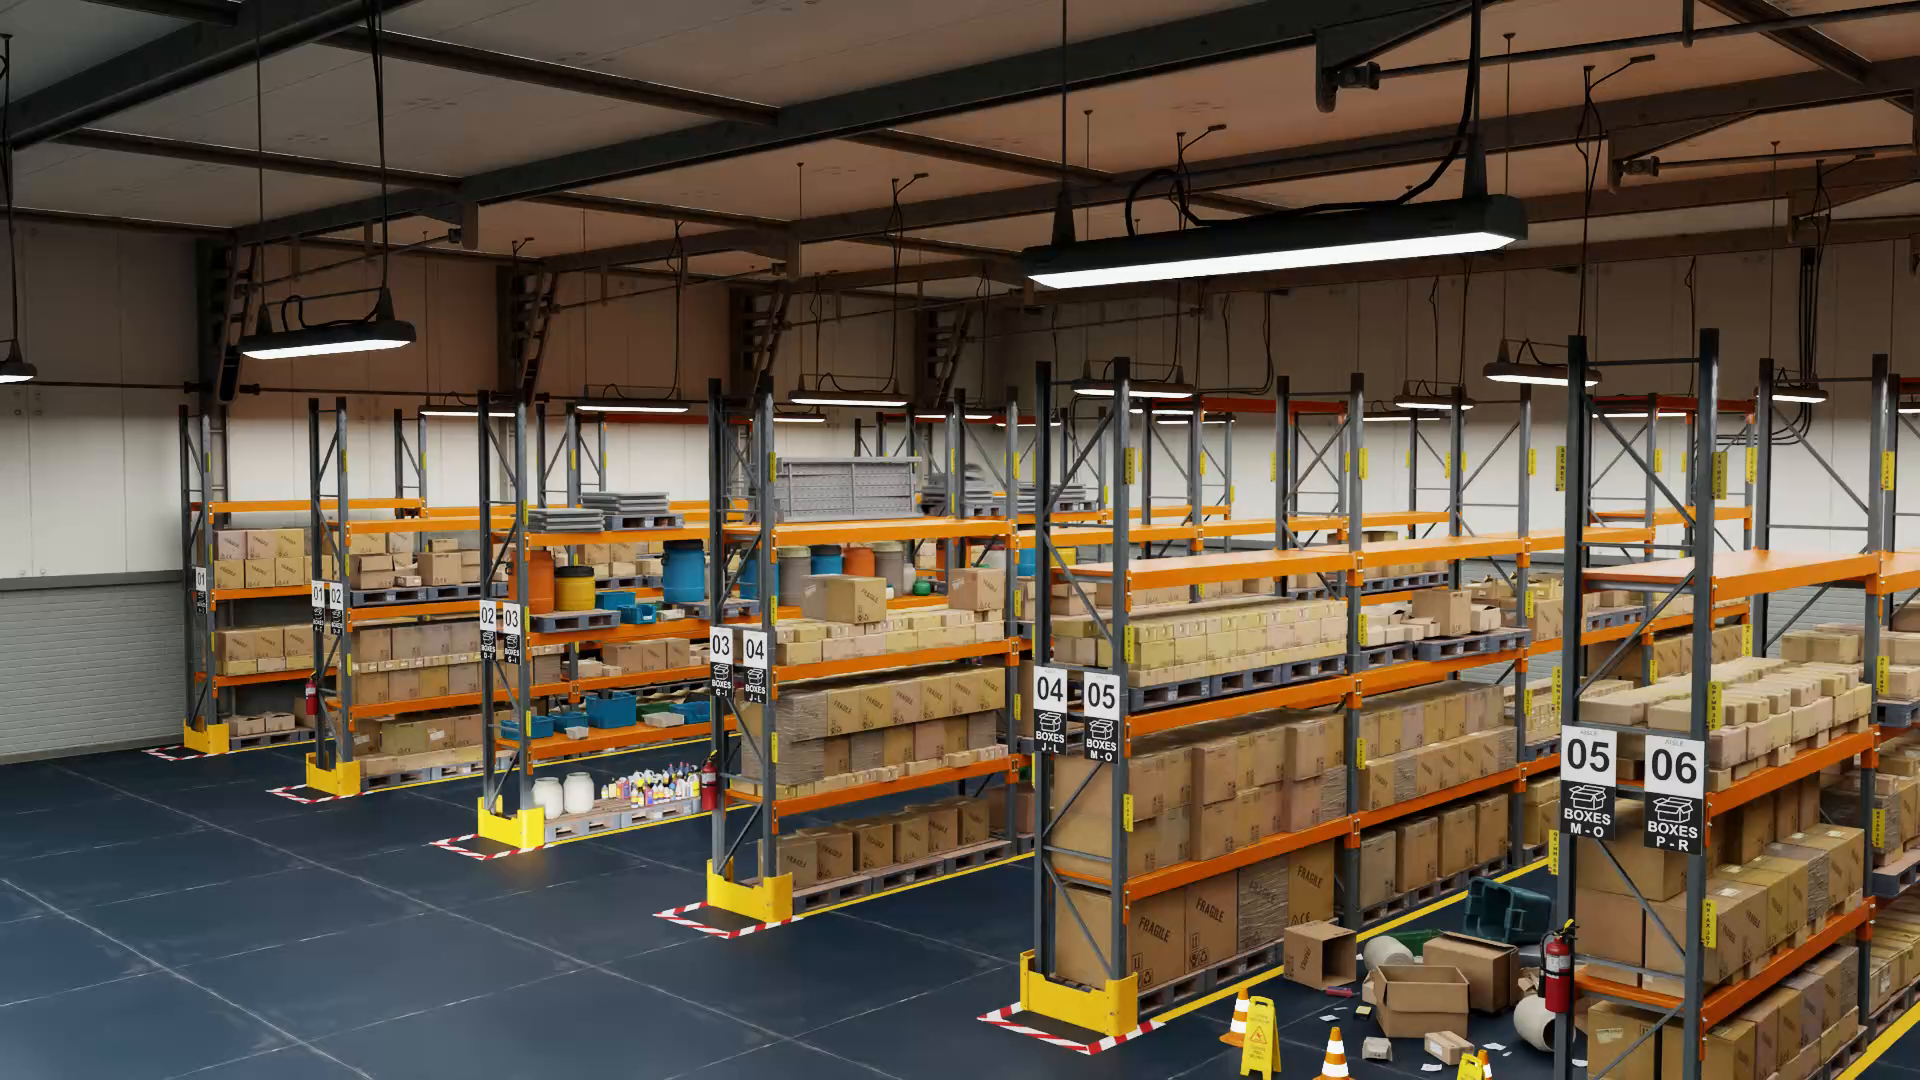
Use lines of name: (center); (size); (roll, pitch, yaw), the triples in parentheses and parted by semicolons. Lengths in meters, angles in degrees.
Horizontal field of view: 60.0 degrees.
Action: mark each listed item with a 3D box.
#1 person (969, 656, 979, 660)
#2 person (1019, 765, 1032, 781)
person: (0.360, 2.265, 39.570); (0.590, 1.692, 0.620); (-2, 4, -39)
person: (0.968, 2.993, 24.585); (0.766, 1.781, 0.738); (-1, 3, -11)
